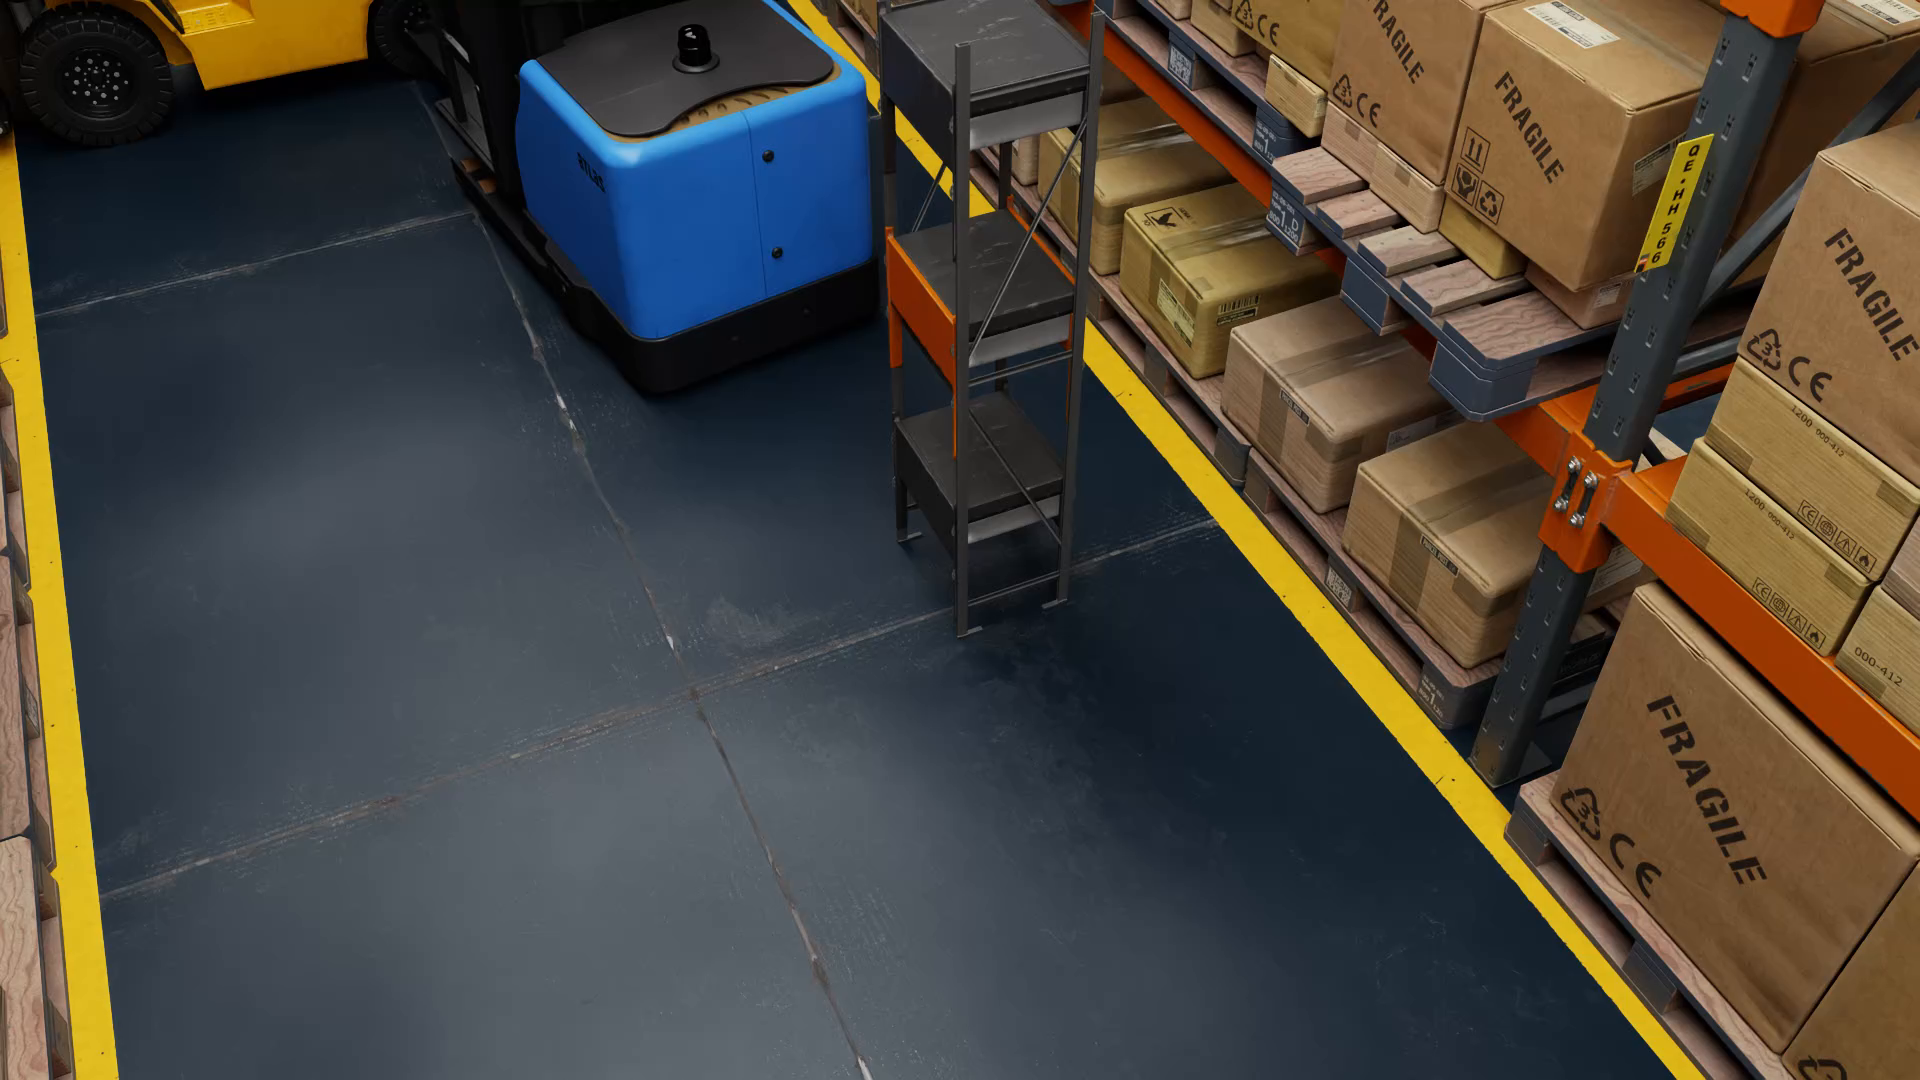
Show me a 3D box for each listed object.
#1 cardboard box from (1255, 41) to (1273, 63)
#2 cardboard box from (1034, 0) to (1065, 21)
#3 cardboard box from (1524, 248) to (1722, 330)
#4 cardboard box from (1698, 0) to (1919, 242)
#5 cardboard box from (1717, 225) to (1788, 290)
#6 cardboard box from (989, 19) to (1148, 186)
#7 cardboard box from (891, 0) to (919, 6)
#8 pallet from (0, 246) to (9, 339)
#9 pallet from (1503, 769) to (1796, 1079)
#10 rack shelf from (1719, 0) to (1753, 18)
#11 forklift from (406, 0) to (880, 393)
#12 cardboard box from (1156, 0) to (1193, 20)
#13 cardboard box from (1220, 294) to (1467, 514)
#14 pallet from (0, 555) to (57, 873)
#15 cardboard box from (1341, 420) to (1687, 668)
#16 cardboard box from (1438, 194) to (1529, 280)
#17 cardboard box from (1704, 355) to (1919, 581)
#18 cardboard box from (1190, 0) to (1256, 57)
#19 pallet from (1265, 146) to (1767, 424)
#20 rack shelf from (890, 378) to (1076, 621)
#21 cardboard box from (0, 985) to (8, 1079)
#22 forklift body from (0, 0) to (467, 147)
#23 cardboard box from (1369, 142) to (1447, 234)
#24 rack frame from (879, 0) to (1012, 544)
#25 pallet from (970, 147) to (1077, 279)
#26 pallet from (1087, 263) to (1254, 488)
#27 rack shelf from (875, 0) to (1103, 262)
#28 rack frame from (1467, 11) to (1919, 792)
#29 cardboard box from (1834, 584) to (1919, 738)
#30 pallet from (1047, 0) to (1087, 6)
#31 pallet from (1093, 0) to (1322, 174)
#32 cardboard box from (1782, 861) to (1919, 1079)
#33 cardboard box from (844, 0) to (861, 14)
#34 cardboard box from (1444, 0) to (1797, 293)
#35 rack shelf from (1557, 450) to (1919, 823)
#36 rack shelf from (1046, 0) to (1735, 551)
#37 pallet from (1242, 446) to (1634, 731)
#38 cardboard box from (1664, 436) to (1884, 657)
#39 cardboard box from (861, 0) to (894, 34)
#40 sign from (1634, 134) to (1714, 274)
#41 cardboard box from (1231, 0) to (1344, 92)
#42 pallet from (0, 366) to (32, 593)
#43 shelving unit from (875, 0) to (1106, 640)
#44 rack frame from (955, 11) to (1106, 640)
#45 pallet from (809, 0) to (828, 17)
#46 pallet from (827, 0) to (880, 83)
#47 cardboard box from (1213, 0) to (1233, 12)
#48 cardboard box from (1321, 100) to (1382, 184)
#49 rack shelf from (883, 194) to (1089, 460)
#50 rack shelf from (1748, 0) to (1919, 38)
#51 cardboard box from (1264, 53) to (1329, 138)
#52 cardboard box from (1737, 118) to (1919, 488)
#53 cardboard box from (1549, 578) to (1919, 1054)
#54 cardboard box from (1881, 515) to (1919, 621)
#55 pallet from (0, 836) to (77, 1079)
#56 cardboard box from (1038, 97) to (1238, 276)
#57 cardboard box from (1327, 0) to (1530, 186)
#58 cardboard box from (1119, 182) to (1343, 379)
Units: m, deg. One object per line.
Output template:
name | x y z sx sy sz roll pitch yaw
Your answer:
cardboard box | 1.129 -1.529 5.044 0.380 0.149 0.250 -18 47 -17
cardboard box | 0.339 -2.677 7.986 0.500 0.250 0.500 -20 48 -19
cardboard box | 1.672 -0.701 4.205 0.380 0.149 0.250 -16 47 -16
cardboard box | 2.044 -1.148 4.195 0.500 0.500 0.500 -19 48 -19
cardboard box | 2.056 -0.824 4.329 0.380 0.149 0.250 -21 48 -20
cardboard box | 0.565 -1.931 7.143 0.950 0.372 0.625 -17 47 -17
cardboard box | -0.150 -2.786 7.563 0.500 0.500 0.500 -19 48 -18
pallet | -4.457 -1.109 6.723 1.003 0.211 1.213 -18 47 -17
pallet | 2.287 1.016 4.570 1.003 0.211 1.213 -18 47 -17
rack shelf | 1.183 -2.588 4.613 1.077 0.370 4.000 -18 47 -17
forklift | -1.550 -2.603 6.301 1.130 2.935 3.031 -25 50 -23
cardboard box | 0.810 -1.826 5.345 0.380 0.149 0.250 -16 47 -16
cardboard box | 1.478 -0.546 5.740 0.950 0.372 0.625 -19 48 -18
pallet | -3.298 0.647 4.944 1.003 0.211 1.213 -18 47 -17
cardboard box | 1.795 -0.079 5.266 0.950 0.372 0.625 -21 48 -20
cardboard box | 1.494 -0.850 4.356 0.380 0.149 0.250 -17 47 -17
cardboard box | 2.013 -0.230 3.599 0.500 0.250 0.500 -18 47 -18
cardboard box | 0.949 -1.665 5.182 0.380 0.149 0.250 -19 48 -19
pallet | 1.627 -0.856 4.618 1.213 0.211 1.003 -18 47 -17
rack shelf | 0.070 -0.134 5.407 0.431 0.518 0.480 -18 47 -17
cardboard box | -2.728 1.261 3.728 0.875 0.625 0.625 -17 47 -16
forklift body | -3.390 -3.160 7.421 2.313 2.155 1.214 -18 47 -17
cardboard box | 1.347 -0.998 4.505 0.380 0.149 0.250 -18 48 -18
rack frame | -0.033 -0.797 5.063 0.400 2.100 0.015 -18 47 -17
pallet | 0.670 -1.562 7.183 1.003 0.211 1.213 -18 47 -17
pallet | 1.187 -0.784 6.394 1.003 0.211 1.213 -18 47 -17
rack shelf | 0.070 -1.130 4.424 0.431 0.518 0.480 -18 47 -17
rack frame | 2.024 -0.502 4.123 1.000 3.000 0.127 -18 47 -17
cardboard box | 2.233 0.260 3.458 0.500 0.250 0.500 -19 48 -19
pallet | 0.531 -2.452 6.236 1.003 0.211 1.213 -18 47 -17
pallet | 1.154 -1.683 5.456 1.003 0.211 1.213 -18 47 -17
cardboard box | 2.610 1.140 3.673 0.875 0.875 0.875 -17 47 -17
cardboard box | -0.384 -2.855 8.167 0.500 0.250 0.500 -19 48 -18
cardboard box | 1.580 -1.000 4.046 0.500 0.500 0.500 -19 48 -19
rack shelf | 2.865 1.029 3.084 1.077 0.370 4.000 -18 47 -17
rack shelf | 1.183 -1.520 5.667 1.077 0.370 4.000 -18 47 -17
pallet | 1.696 -0.007 5.607 1.003 0.211 1.213 -18 47 -17
cardboard box | 2.001 -0.062 3.784 0.500 0.250 0.500 -19 48 -18
cardboard box | -0.151 -2.519 7.826 0.500 0.250 0.500 -16 47 -16
sign | 1.535 -0.719 3.575 0.100 0.325 0.005 -18 47 -17
cardboard box | 1.140 -1.648 4.702 0.500 0.500 0.500 -21 48 -20
pallet | -3.815 -0.132 5.733 1.003 0.211 1.213 -18 47 -17
shelving unit | 0.070 -0.642 4.906 0.431 2.100 0.503 -18 47 -17
rack frame | 0.172 -0.486 4.748 0.400 2.100 0.015 -18 47 -17
pallet | -0.490 -3.254 8.898 1.003 0.211 1.213 -18 47 -17
pallet | 0.027 -2.476 8.109 1.003 0.211 1.213 -18 47 -17
cardboard box | 0.911 -1.996 5.055 0.500 0.500 0.500 -20 48 -19
cardboard box | 1.249 -1.161 4.670 0.380 0.149 0.250 -20 48 -19
rack shelf | 0.070 -0.632 4.915 0.431 0.518 0.480 -18 47 -17
rack shelf | 2.865 -0.039 2.030 1.077 0.370 4.000 -18 47 -17
cardboard box | 1.120 -1.332 4.844 0.380 0.149 0.250 -17 47 -17
cardboard box | 2.009 -0.506 3.345 0.500 0.500 0.500 -20 48 -19
cardboard box | 2.239 0.570 4.250 0.875 0.875 0.875 -18 48 -18
cardboard box | 2.229 0.099 3.264 0.500 0.250 0.500 -17 47 -16
pallet | -2.789 1.423 4.157 1.003 0.211 1.213 -18 47 -17
cardboard box | 0.870 -1.474 6.680 0.950 0.372 0.625 -15 47 -15
cardboard box | 1.353 -1.326 4.377 0.500 0.500 0.500 -19 48 -18
cardboard box | 1.164 -1.031 6.232 0.950 0.372 0.625 -17 47 -16
